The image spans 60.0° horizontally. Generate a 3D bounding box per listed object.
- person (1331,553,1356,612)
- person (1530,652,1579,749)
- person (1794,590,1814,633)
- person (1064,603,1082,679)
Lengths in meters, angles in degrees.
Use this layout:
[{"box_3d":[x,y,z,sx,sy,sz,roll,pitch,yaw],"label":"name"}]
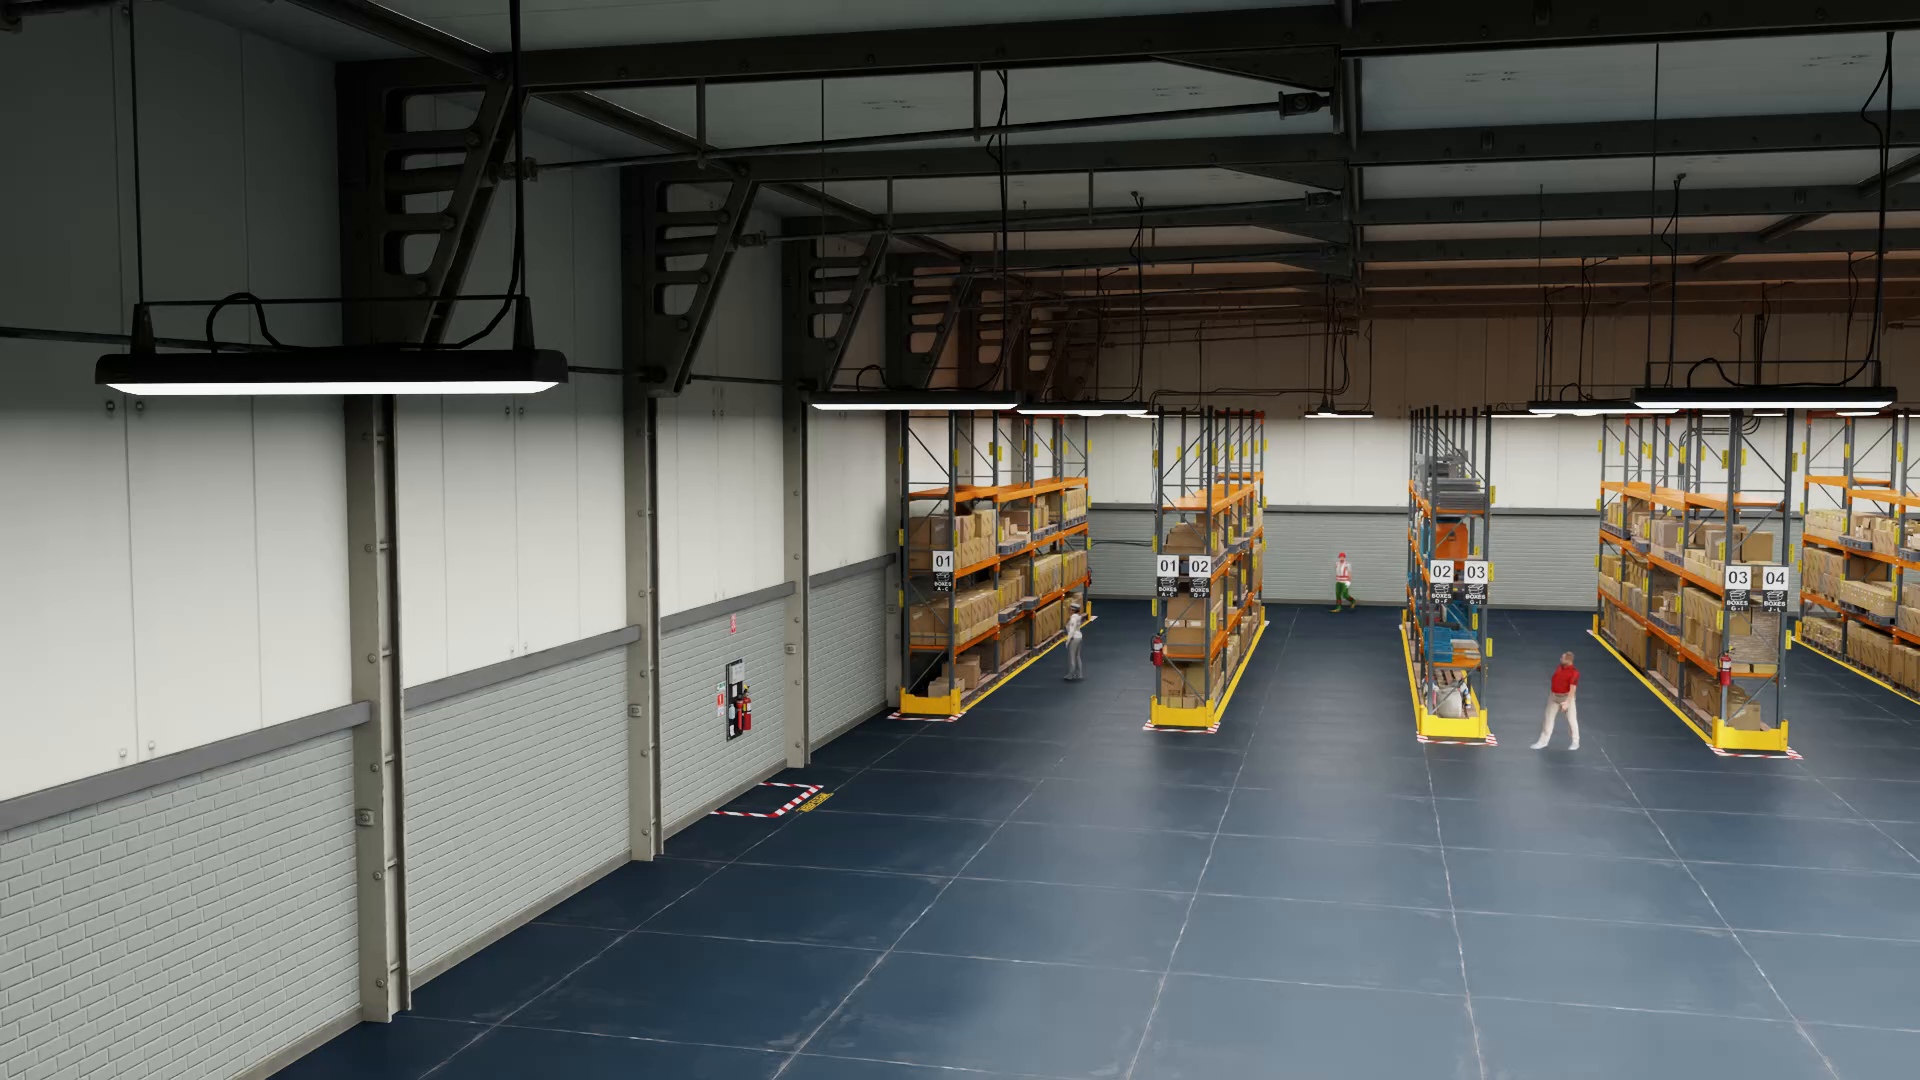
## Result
[{"box_3d":[11.470,1.267,49.674,0.707,1.783,0.545,-2,5,-30],"label":"person"},{"box_3d":[10.427,2.791,28.968,0.690,1.704,0.681,-3,5,-38],"label":"person"},{"box_3d":[22.612,1.648,44.364,0.551,1.760,0.557,1,4,10],"label":"person"},{"box_3d":[2.493,2.241,36.796,0.383,1.694,0.501,1,4,18],"label":"person"}]
